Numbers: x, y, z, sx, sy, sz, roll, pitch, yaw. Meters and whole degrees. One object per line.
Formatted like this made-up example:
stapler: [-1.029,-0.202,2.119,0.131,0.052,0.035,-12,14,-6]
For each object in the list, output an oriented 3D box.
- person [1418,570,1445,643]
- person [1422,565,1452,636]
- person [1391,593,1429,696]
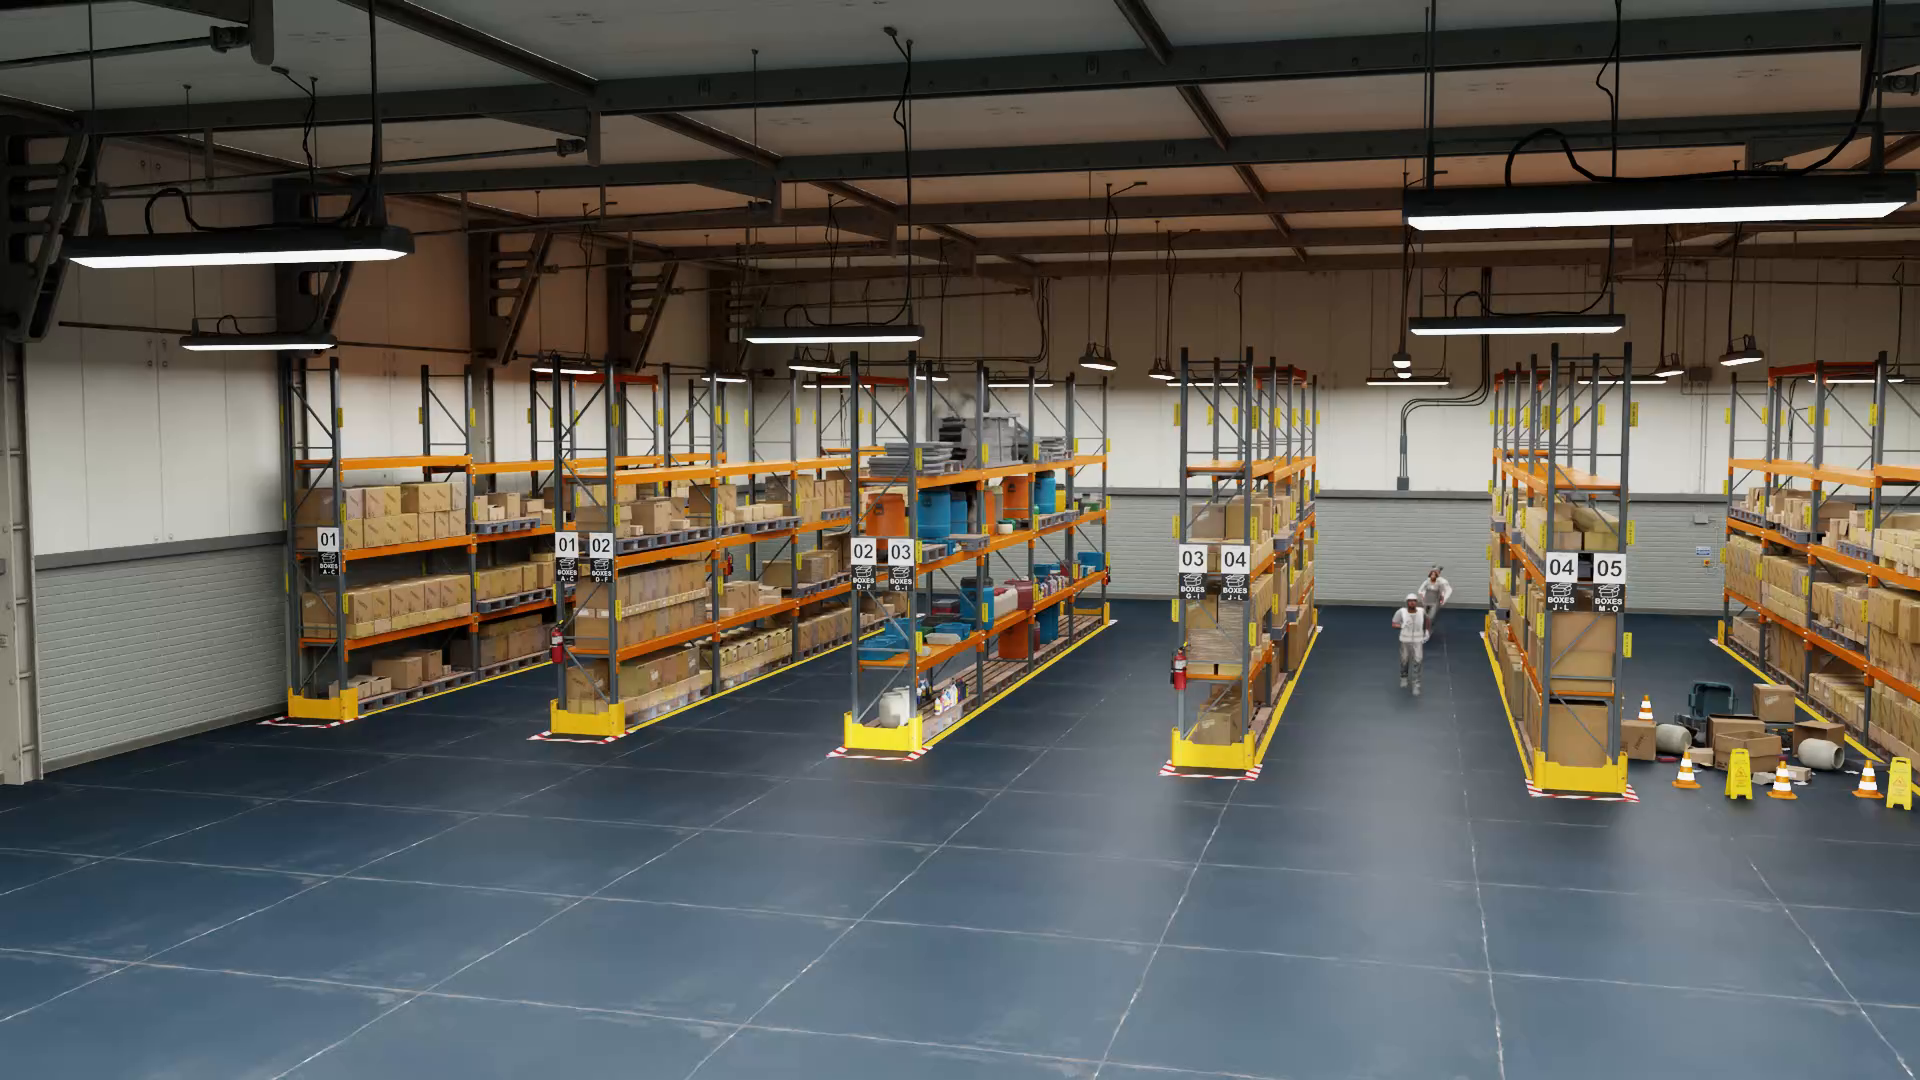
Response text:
person: [10.545,1.469,37.230,0.589,1.596,0.847,2,4,21]
person: [10.808,1.388,37.932,0.686,1.654,0.543,4,6,43]
person: [8.189,1.868,30.233,0.704,1.814,0.906,1,4,8]
